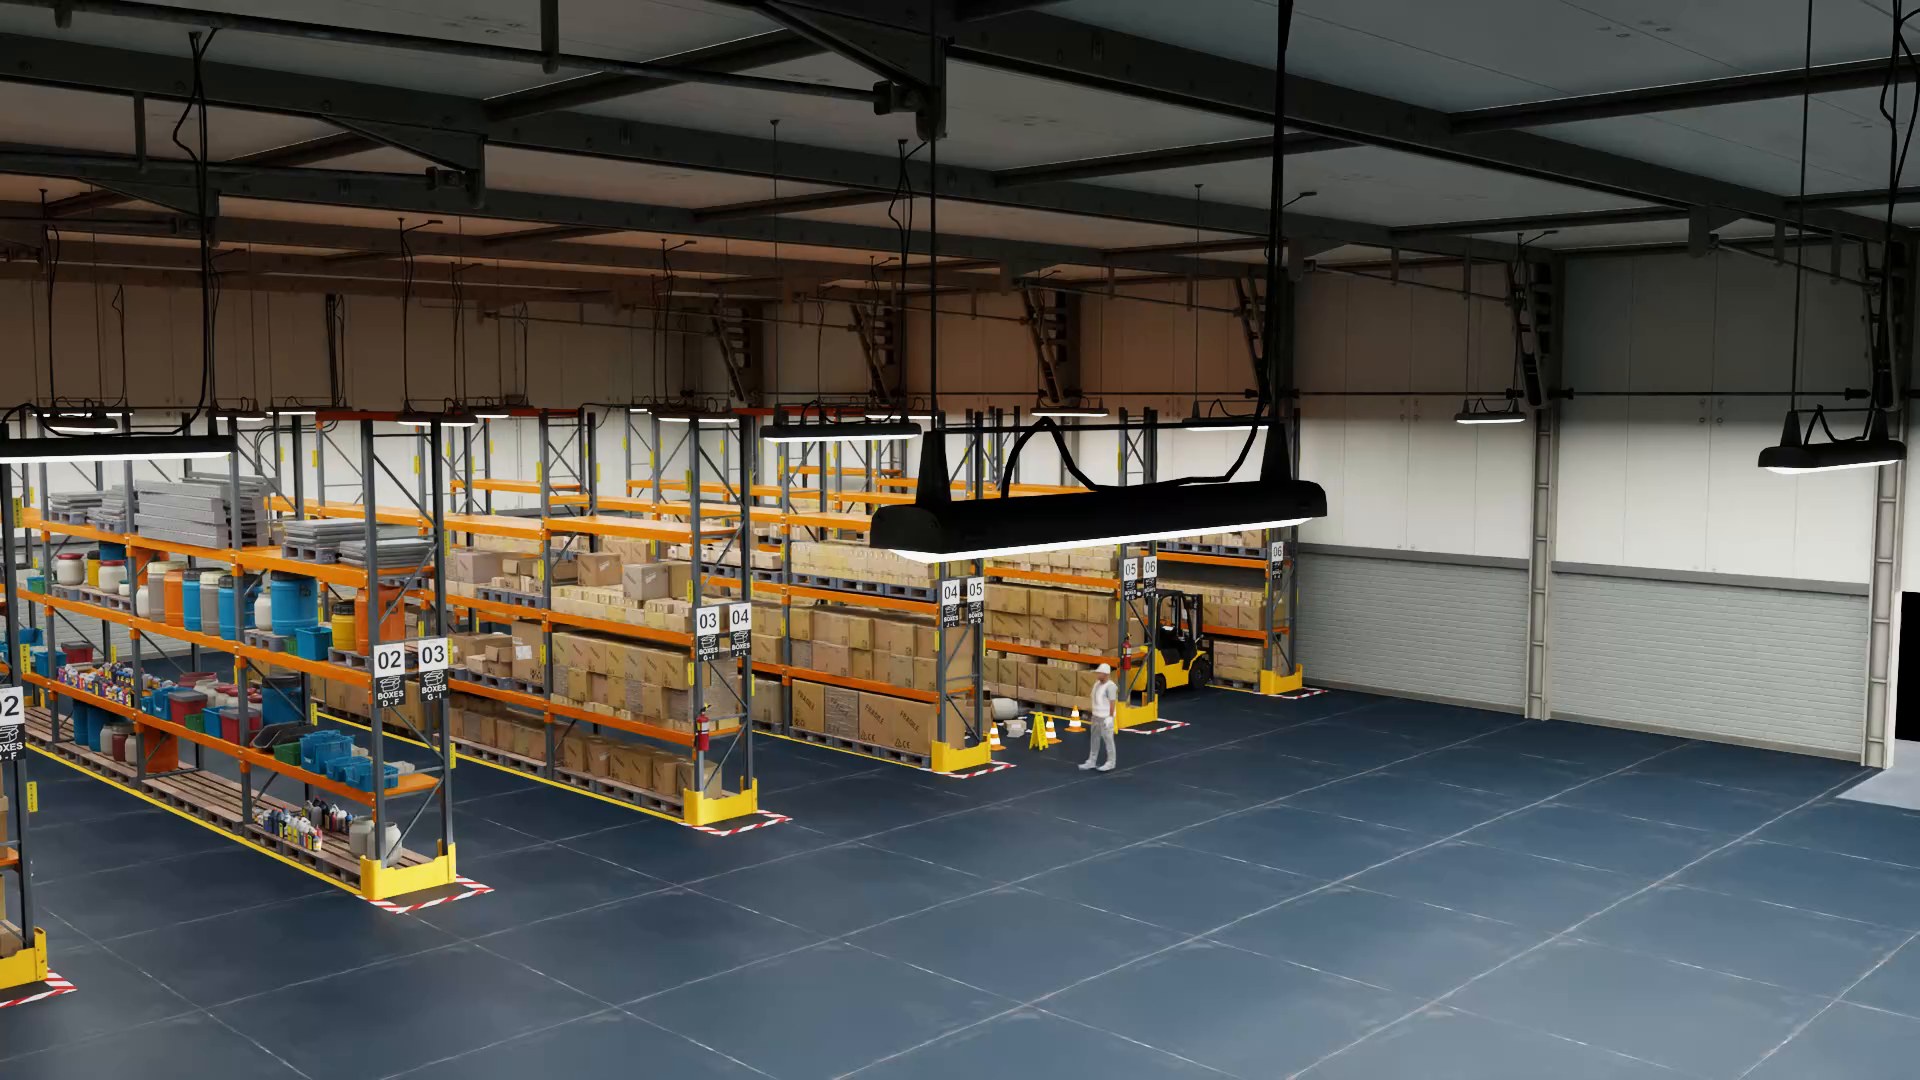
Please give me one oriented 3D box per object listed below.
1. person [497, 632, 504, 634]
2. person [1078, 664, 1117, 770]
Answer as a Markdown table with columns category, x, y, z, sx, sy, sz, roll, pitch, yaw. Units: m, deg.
| category | x | y | z | sx | sy | sz | roll | pitch | yaw |
| --- | --- | --- | --- | --- | --- | --- | --- | --- | --- |
| person | -8.808 | 2.650 | 31.942 | 0.983 | 1.757 | 0.731 | 5 | 7 | 44 |
| person | 2.333 | 2.969 | 27.868 | 0.518 | 1.796 | 0.620 | -3 | 6 | -28 |
